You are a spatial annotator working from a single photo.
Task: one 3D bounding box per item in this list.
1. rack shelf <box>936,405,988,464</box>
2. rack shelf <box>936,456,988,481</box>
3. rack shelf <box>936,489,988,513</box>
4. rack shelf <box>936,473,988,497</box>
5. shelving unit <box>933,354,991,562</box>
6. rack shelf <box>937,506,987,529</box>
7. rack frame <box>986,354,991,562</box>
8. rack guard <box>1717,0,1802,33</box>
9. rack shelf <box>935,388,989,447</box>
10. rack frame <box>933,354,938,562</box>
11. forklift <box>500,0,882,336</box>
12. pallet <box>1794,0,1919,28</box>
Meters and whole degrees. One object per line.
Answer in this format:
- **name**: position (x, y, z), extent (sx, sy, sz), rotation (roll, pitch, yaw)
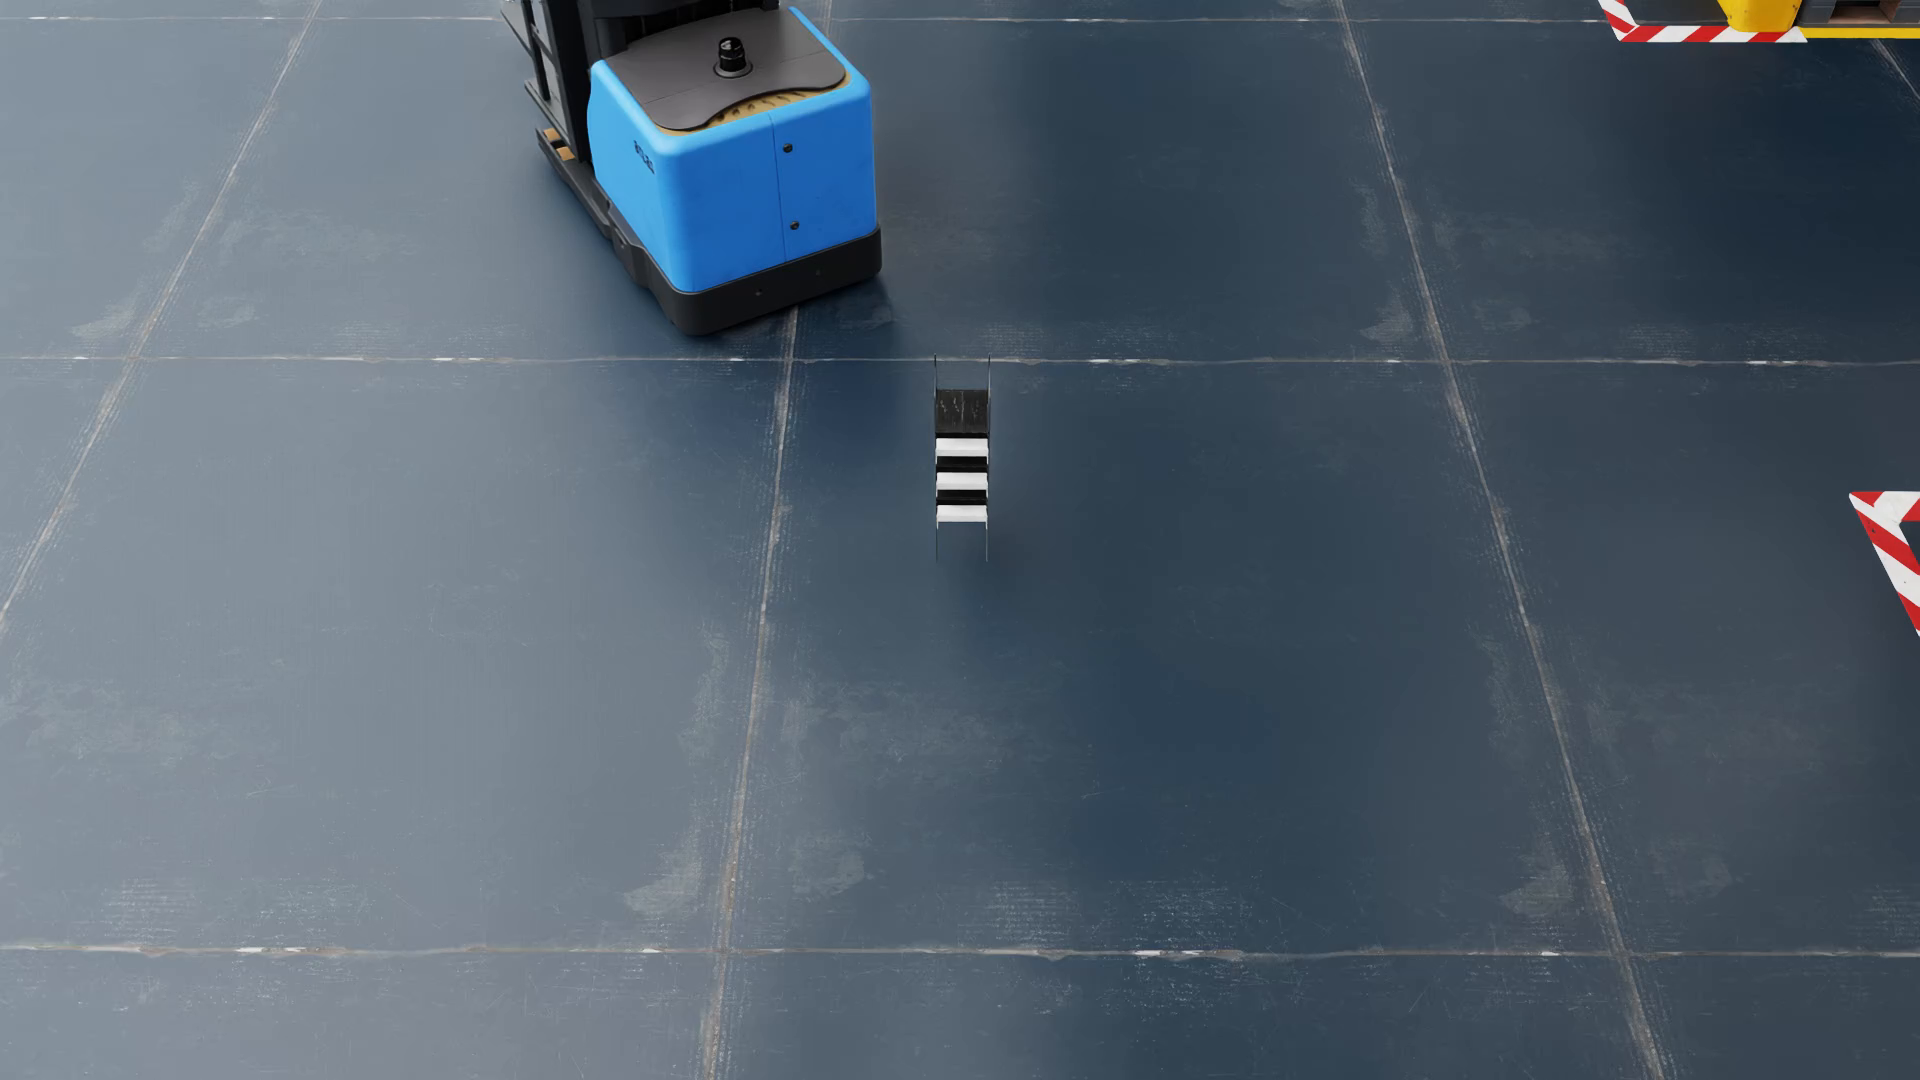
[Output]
- **rack shelf**: position (0.008, -0.406, 6.394), extent (0.200, 0.077, 0.258), rotation (0, 47, 0)
- **rack shelf**: position (0.008, -0.345, 6.460), extent (0.200, 0.077, 0.258), rotation (0, 47, 0)
- **rack shelf**: position (0.008, -0.223, 6.592), extent (0.200, 0.077, 0.258), rotation (0, 47, 0)
- **rack shelf**: position (0.008, -0.284, 6.526), extent (0.200, 0.077, 0.258), rotation (0, 47, 0)
- **shelving unit**: position (0.008, -0.307, 6.501), extent (0.210, 0.900, 0.258), rotation (0, 47, 0)
- **rack shelf**: position (0.008, -0.161, 6.658), extent (0.200, 0.077, 0.258), rotation (0, 47, 0)
- **rack frame**: position (0.110, -0.306, 6.501), extent (0.006, 0.900, 0.240), rotation (0, 47, 0)
- **rack guard**: position (4.617, -3.512, 9.758), extent (0.348, 0.500, 1.175), rotation (0, 47, 0)
- **rack shelf**: position (0.008, -0.468, 6.328), extent (0.200, 0.077, 0.258), rotation (0, 47, 0)
- **rack frame**: position (-0.094, -0.307, 6.502), extent (0.006, 0.900, 0.240), rotation (0, 47, 0)
- **forklift**: position (-1.539, -3.008, 7.628), extent (1.130, 2.935, 3.031), rotation (-23, 51, -20)
- **pallet**: position (5.429, -3.385, 9.838), extent (1.213, 0.211, 1.003), rotation (0, 47, 0)
